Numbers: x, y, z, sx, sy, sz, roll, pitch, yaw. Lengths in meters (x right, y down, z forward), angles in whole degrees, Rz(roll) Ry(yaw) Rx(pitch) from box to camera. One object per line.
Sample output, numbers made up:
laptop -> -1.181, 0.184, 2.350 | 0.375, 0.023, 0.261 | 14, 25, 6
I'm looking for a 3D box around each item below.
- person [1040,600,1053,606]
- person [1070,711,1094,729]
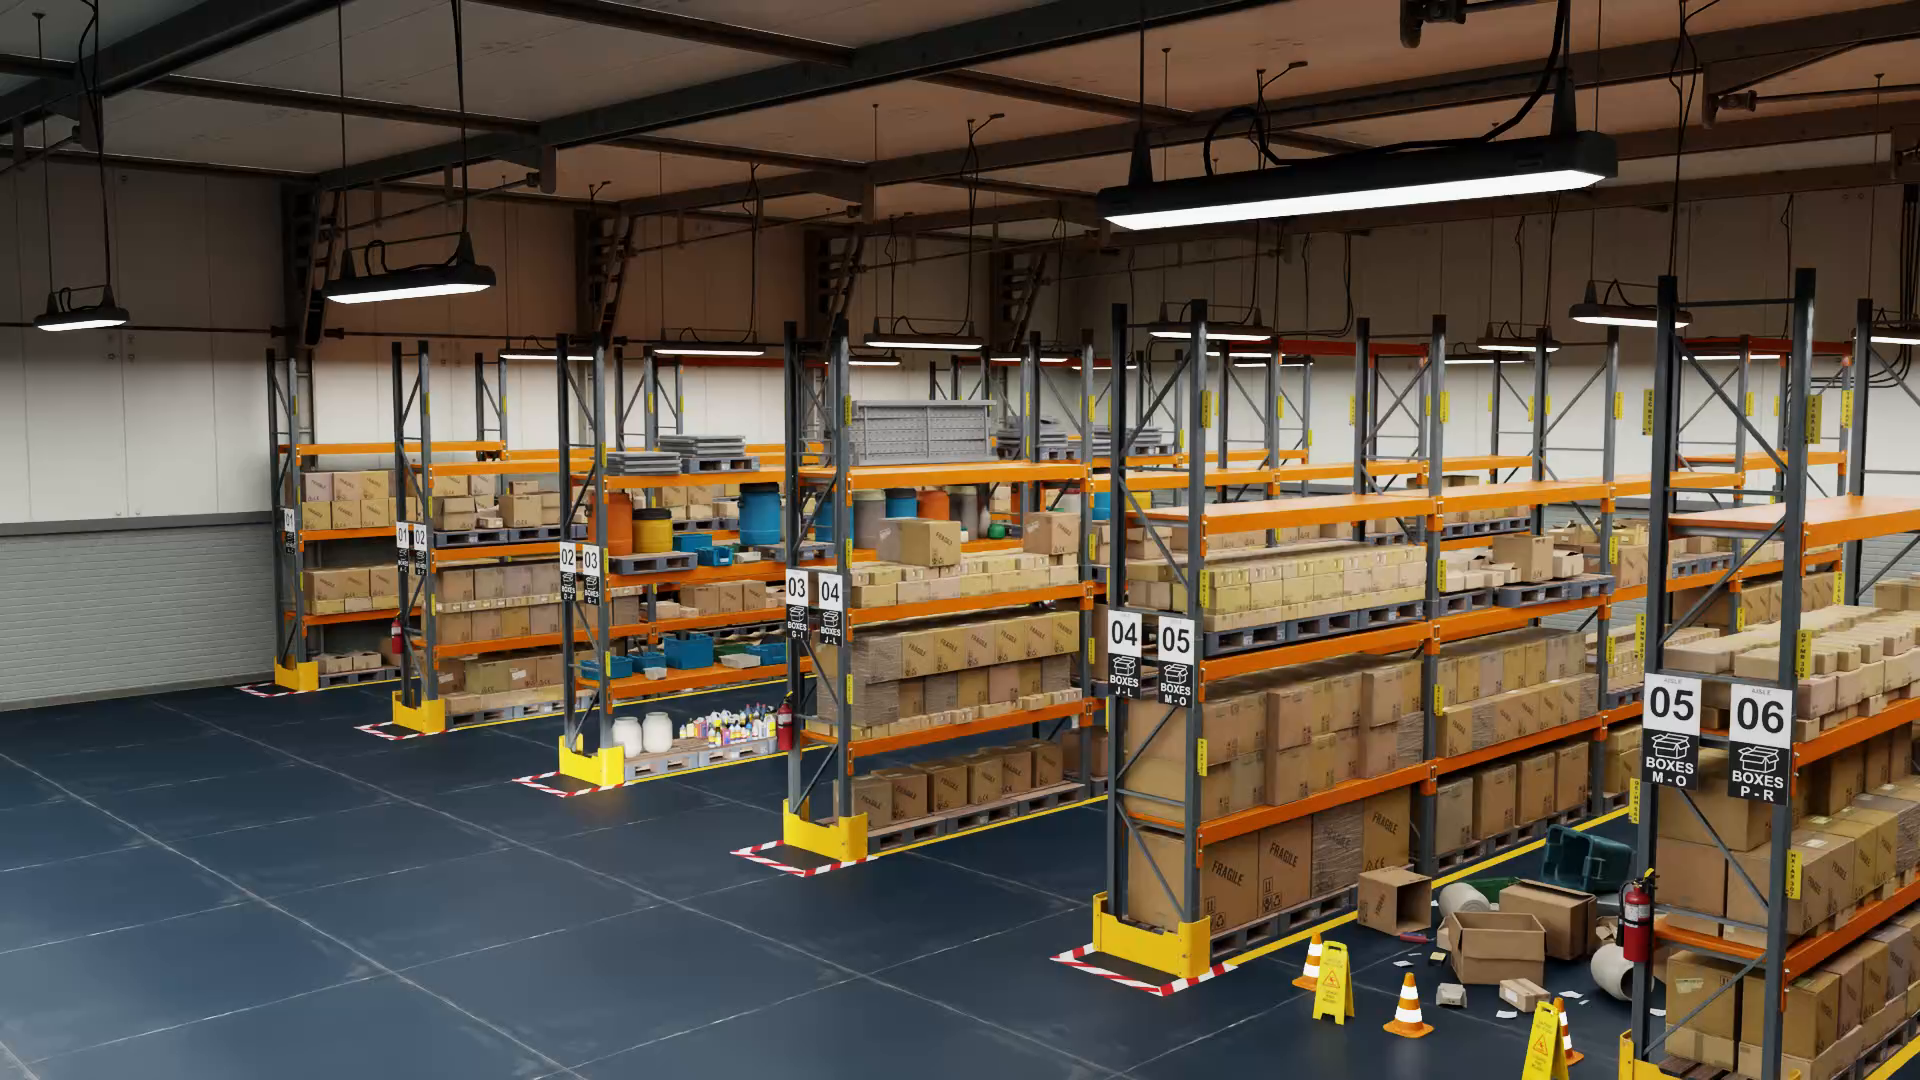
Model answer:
person -> 1.455, 1.624, 30.694 | 1.060, 1.675, 0.671 | -5, 7, -44
person -> 1.765, 2.211, 24.166 | 0.742, 1.720, 0.542 | 1, 5, 11
